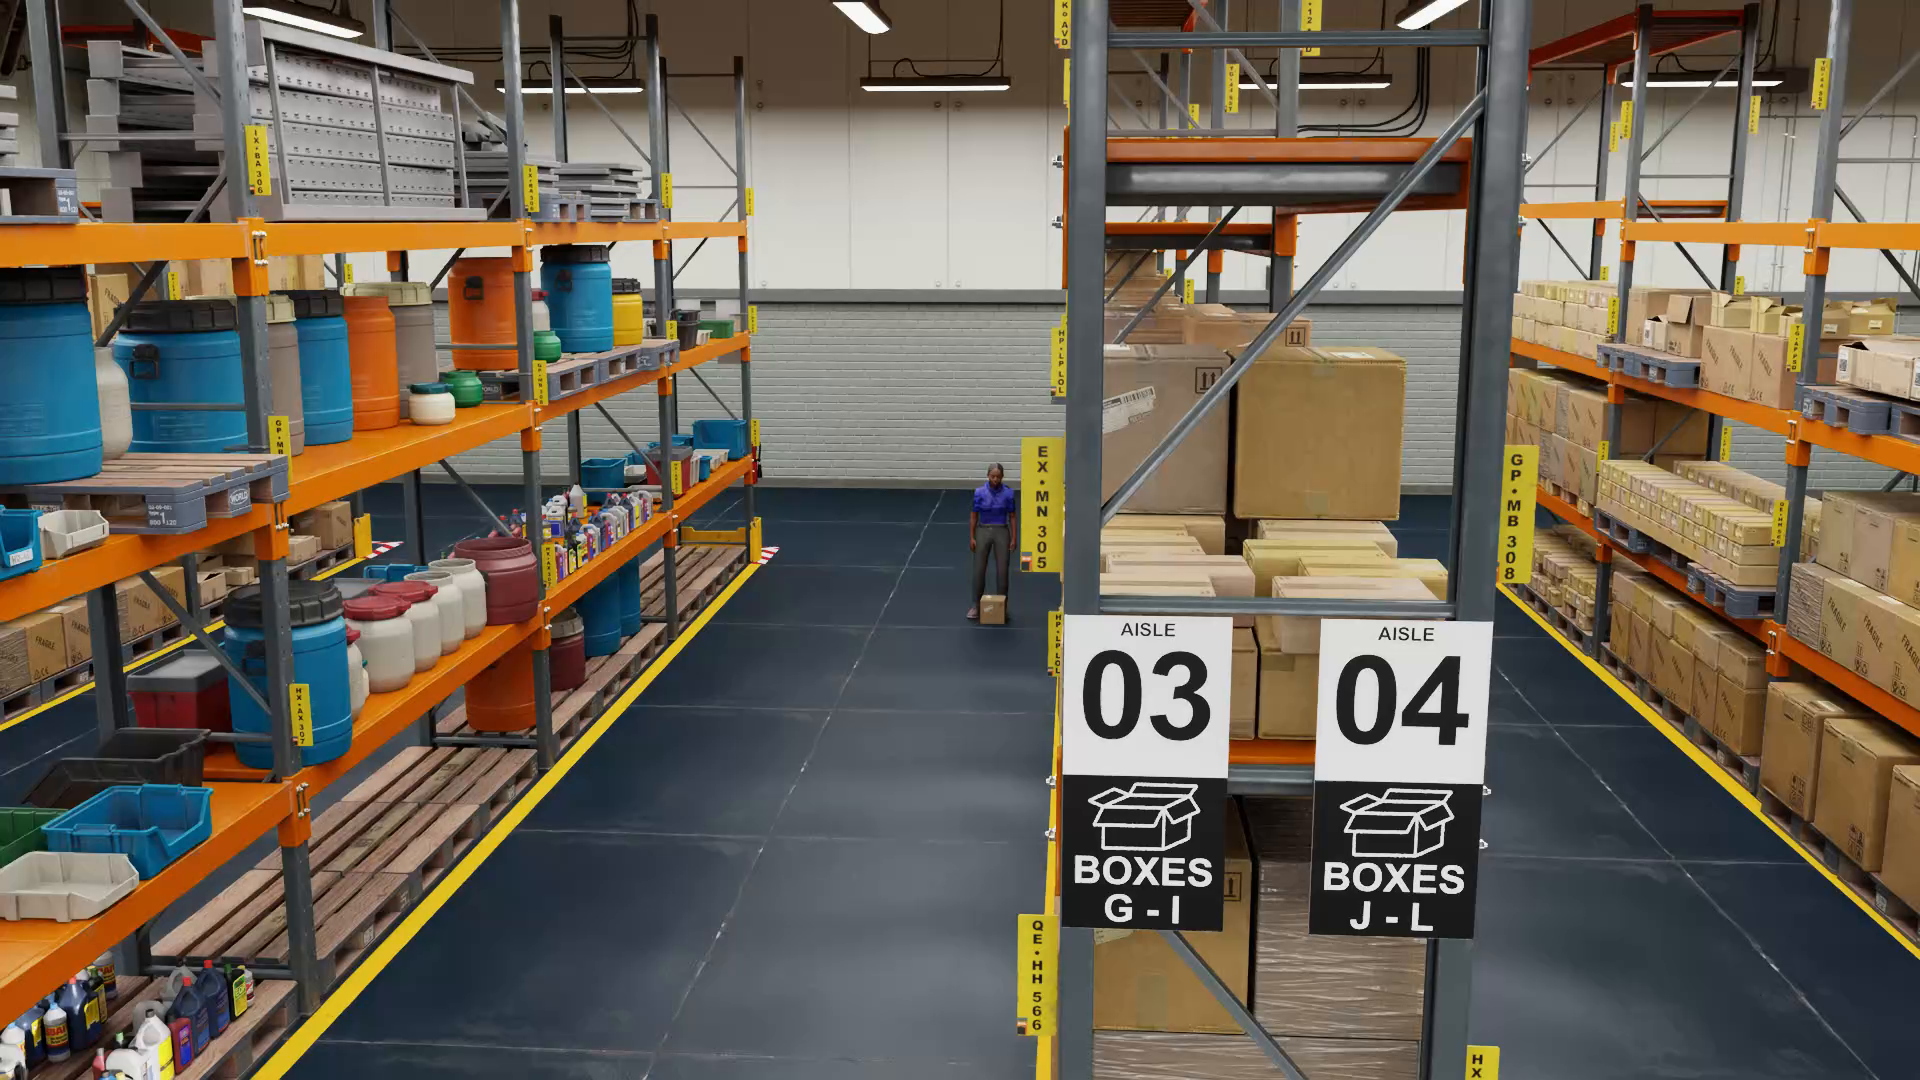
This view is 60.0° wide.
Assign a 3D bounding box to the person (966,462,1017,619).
[{"bbox_3d":[0.335,-0.006,17.473,0.533,1.654,0.351,0,11,0],"label":"person"}]
